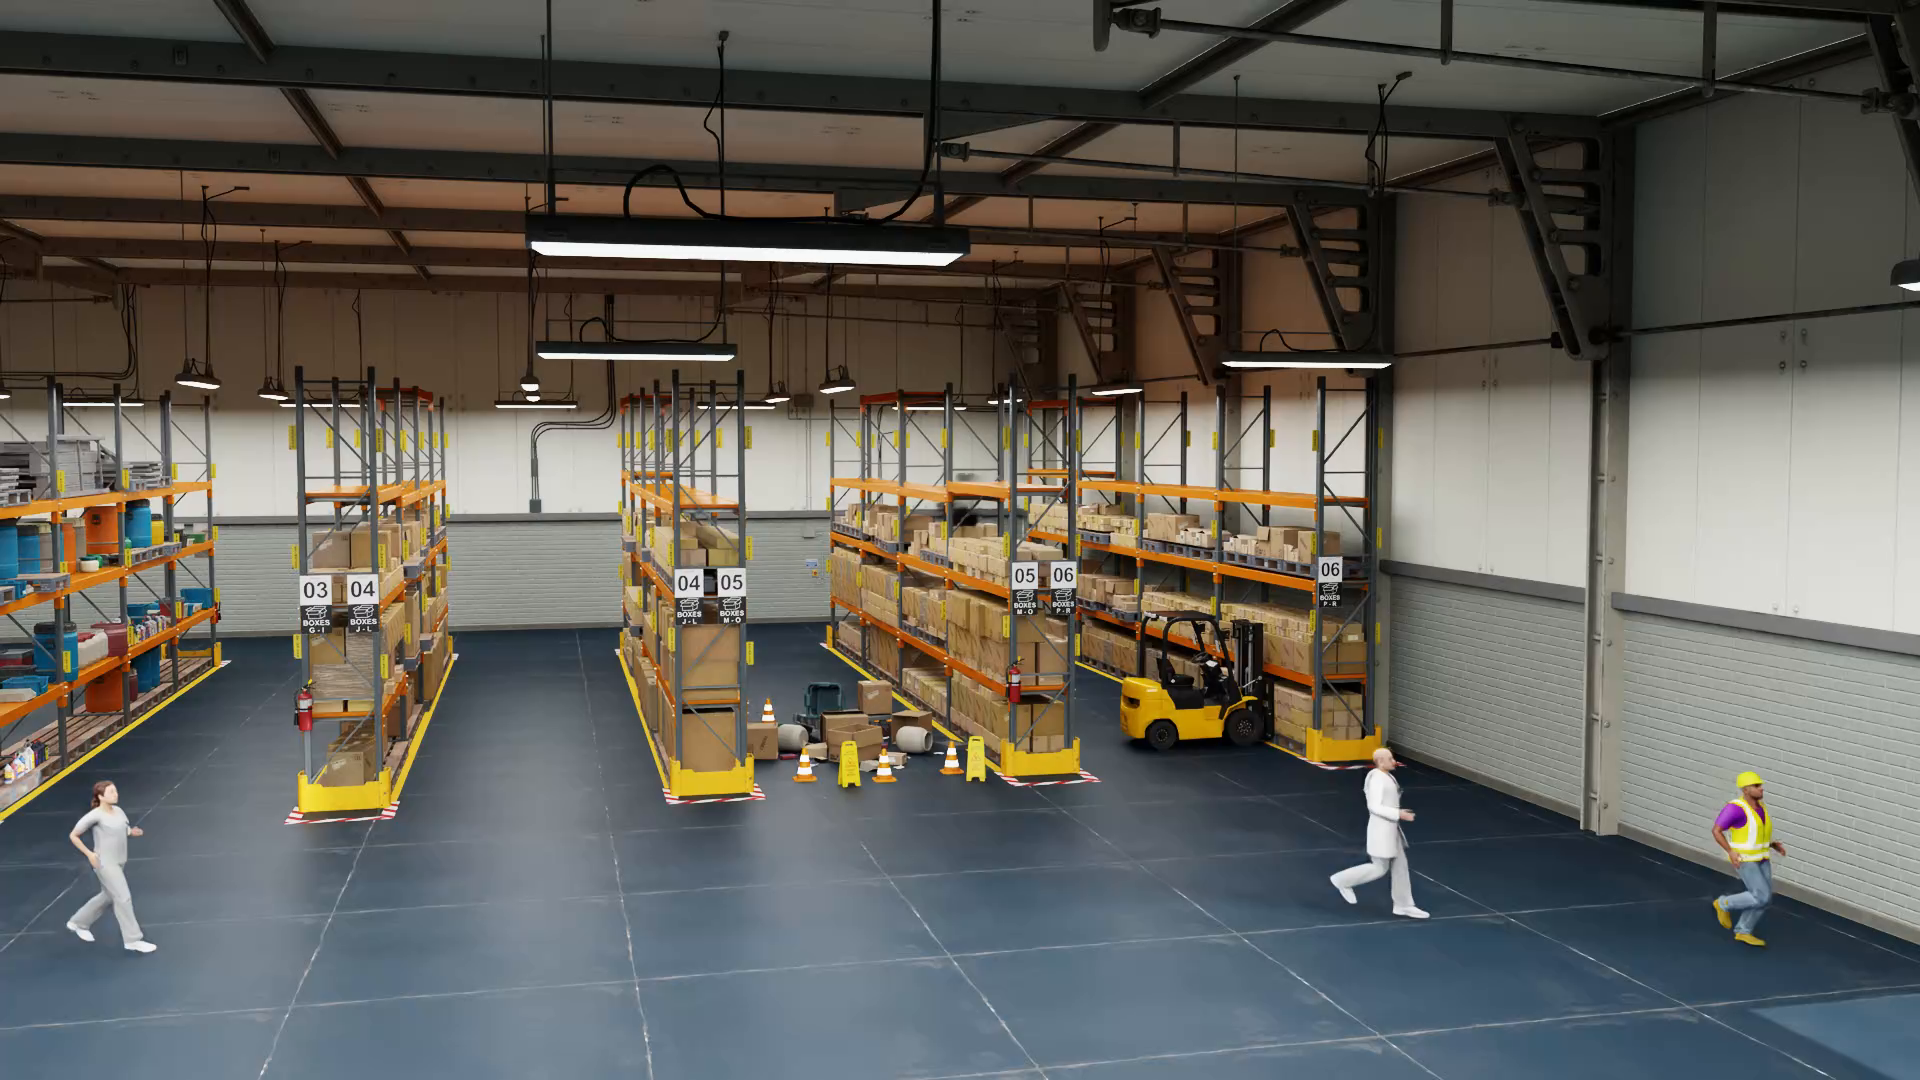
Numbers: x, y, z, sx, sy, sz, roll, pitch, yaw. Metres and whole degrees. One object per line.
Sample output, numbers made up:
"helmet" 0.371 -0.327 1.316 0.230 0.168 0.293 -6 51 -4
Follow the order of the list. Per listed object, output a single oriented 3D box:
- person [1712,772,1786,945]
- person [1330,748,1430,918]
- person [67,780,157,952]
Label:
"person" 7.848 3.158 16.528 0.703 1.716 0.584 -2 4 -32
"person" 4.432 3.064 17.496 1.023 1.762 0.714 2 4 24
"person" -8.316 3.172 16.242 0.968 1.651 0.561 0 3 5
